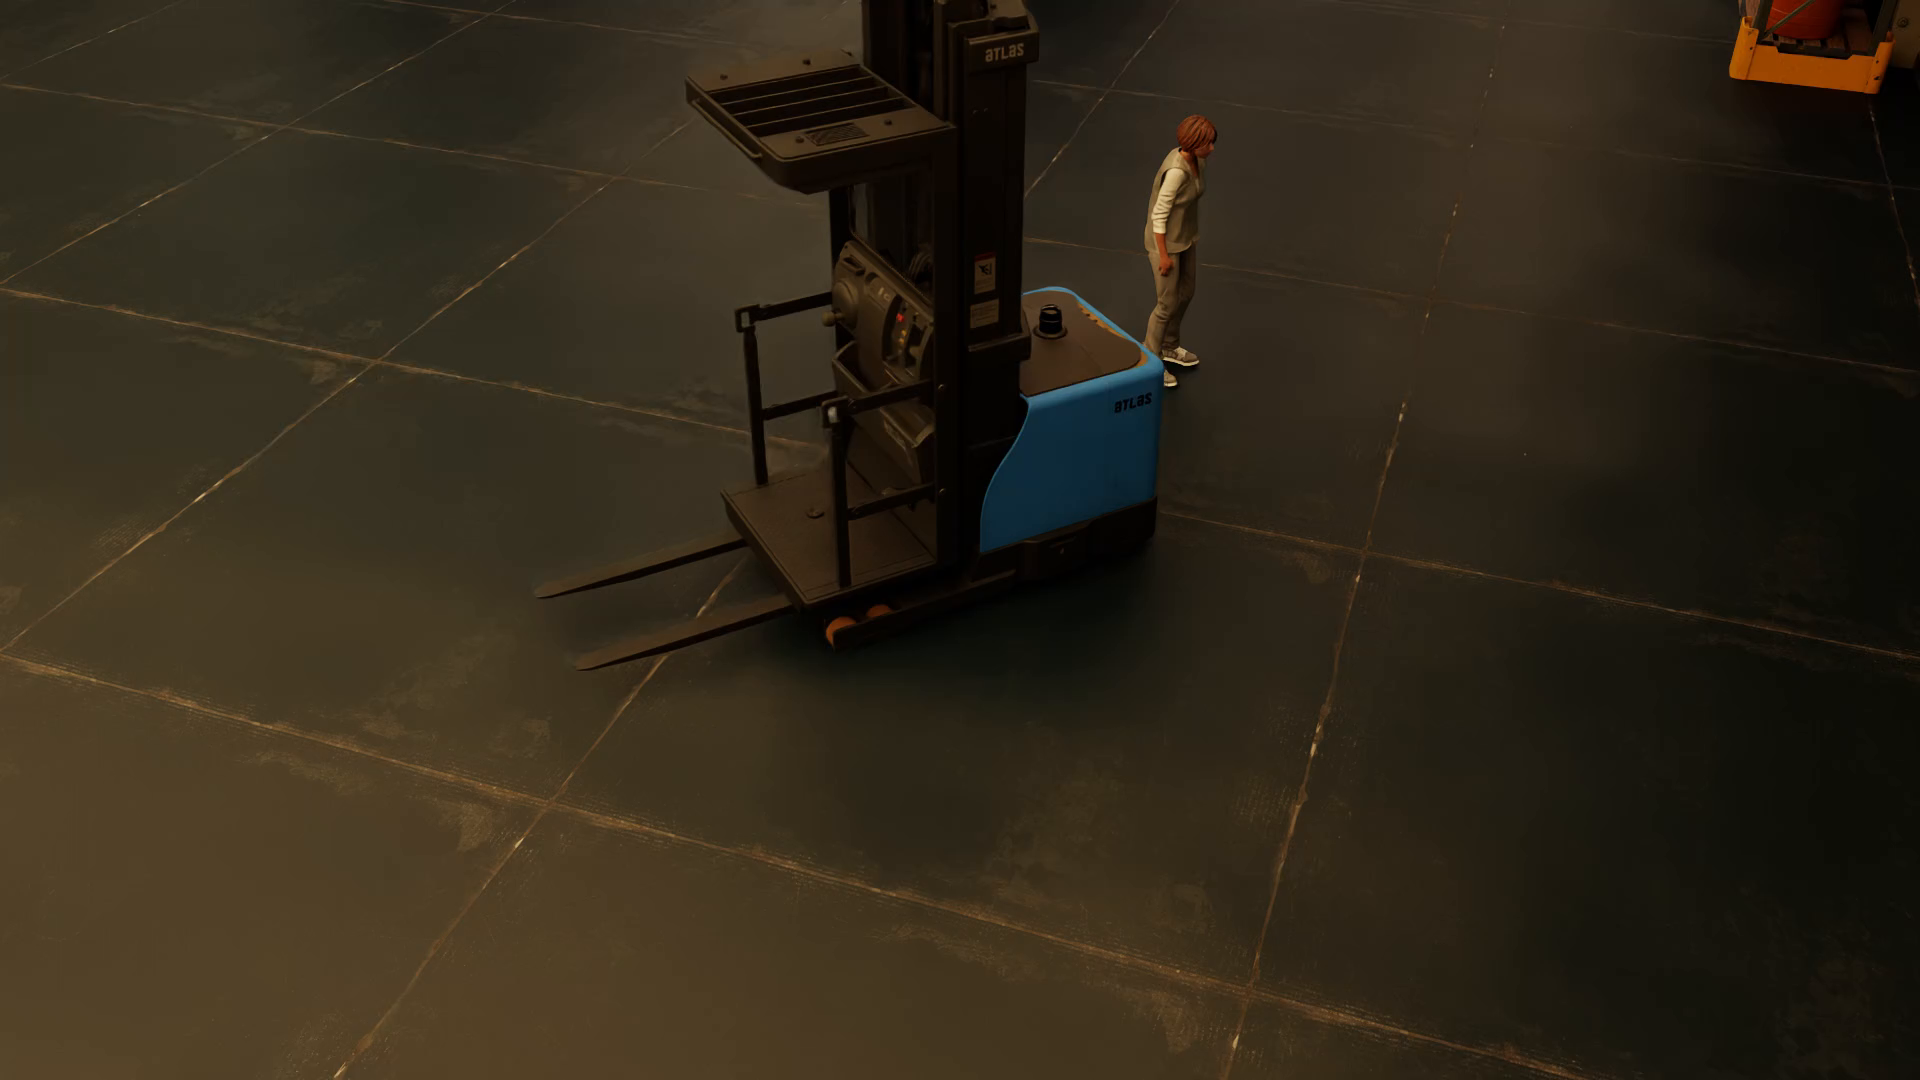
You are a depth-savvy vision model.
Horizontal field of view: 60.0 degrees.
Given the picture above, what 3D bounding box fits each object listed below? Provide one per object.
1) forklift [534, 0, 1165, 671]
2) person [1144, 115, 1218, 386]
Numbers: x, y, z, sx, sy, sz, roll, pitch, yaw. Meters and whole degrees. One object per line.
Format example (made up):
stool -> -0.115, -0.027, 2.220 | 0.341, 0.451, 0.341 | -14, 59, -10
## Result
forklift -> -0.540, -1.015, 7.543 | 3.031, 2.935, 1.130 | -17, 39, -23
person -> 1.255, -1.700, 9.677 | 0.348, 1.580, 0.474 | 19, 40, 25
